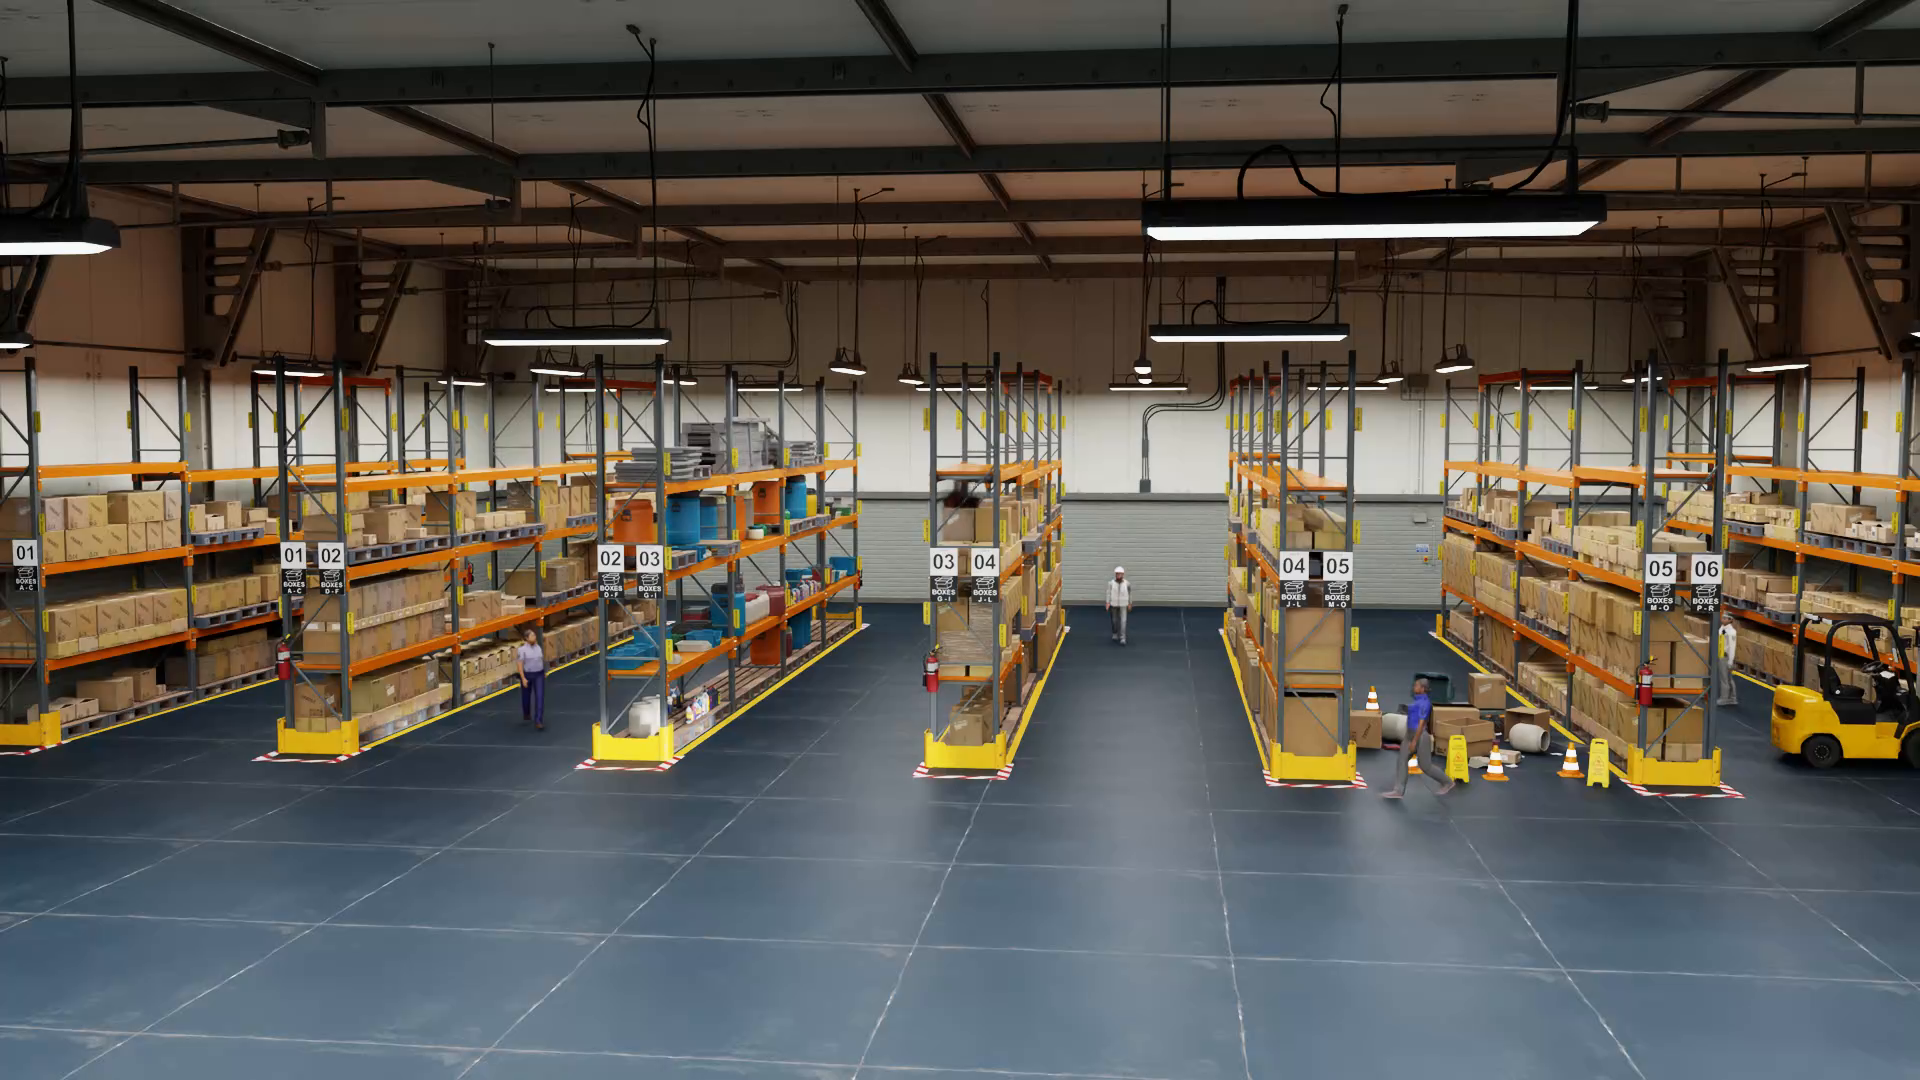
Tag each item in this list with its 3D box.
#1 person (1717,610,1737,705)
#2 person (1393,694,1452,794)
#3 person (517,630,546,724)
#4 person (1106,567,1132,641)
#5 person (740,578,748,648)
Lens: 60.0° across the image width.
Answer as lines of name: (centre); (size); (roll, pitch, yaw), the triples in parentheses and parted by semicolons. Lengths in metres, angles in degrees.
person: (13.563, 2.083, 29.476); (0.432, 1.690, 0.508); (2, 4, 24)
person: (6.139, 2.712, 22.058); (0.745, 1.352, 0.423); (-1, 4, -14)
person: (-7.052, 2.237, 27.368); (0.465, 1.540, 0.738); (-1, 4, -14)
person: (3.616, 1.441, 37.770); (0.579, 1.679, 0.872); (0, 4, 6)
person: (-4.890, 1.557, 36.869); (0.398, 1.661, 0.516); (1, 4, 8)
